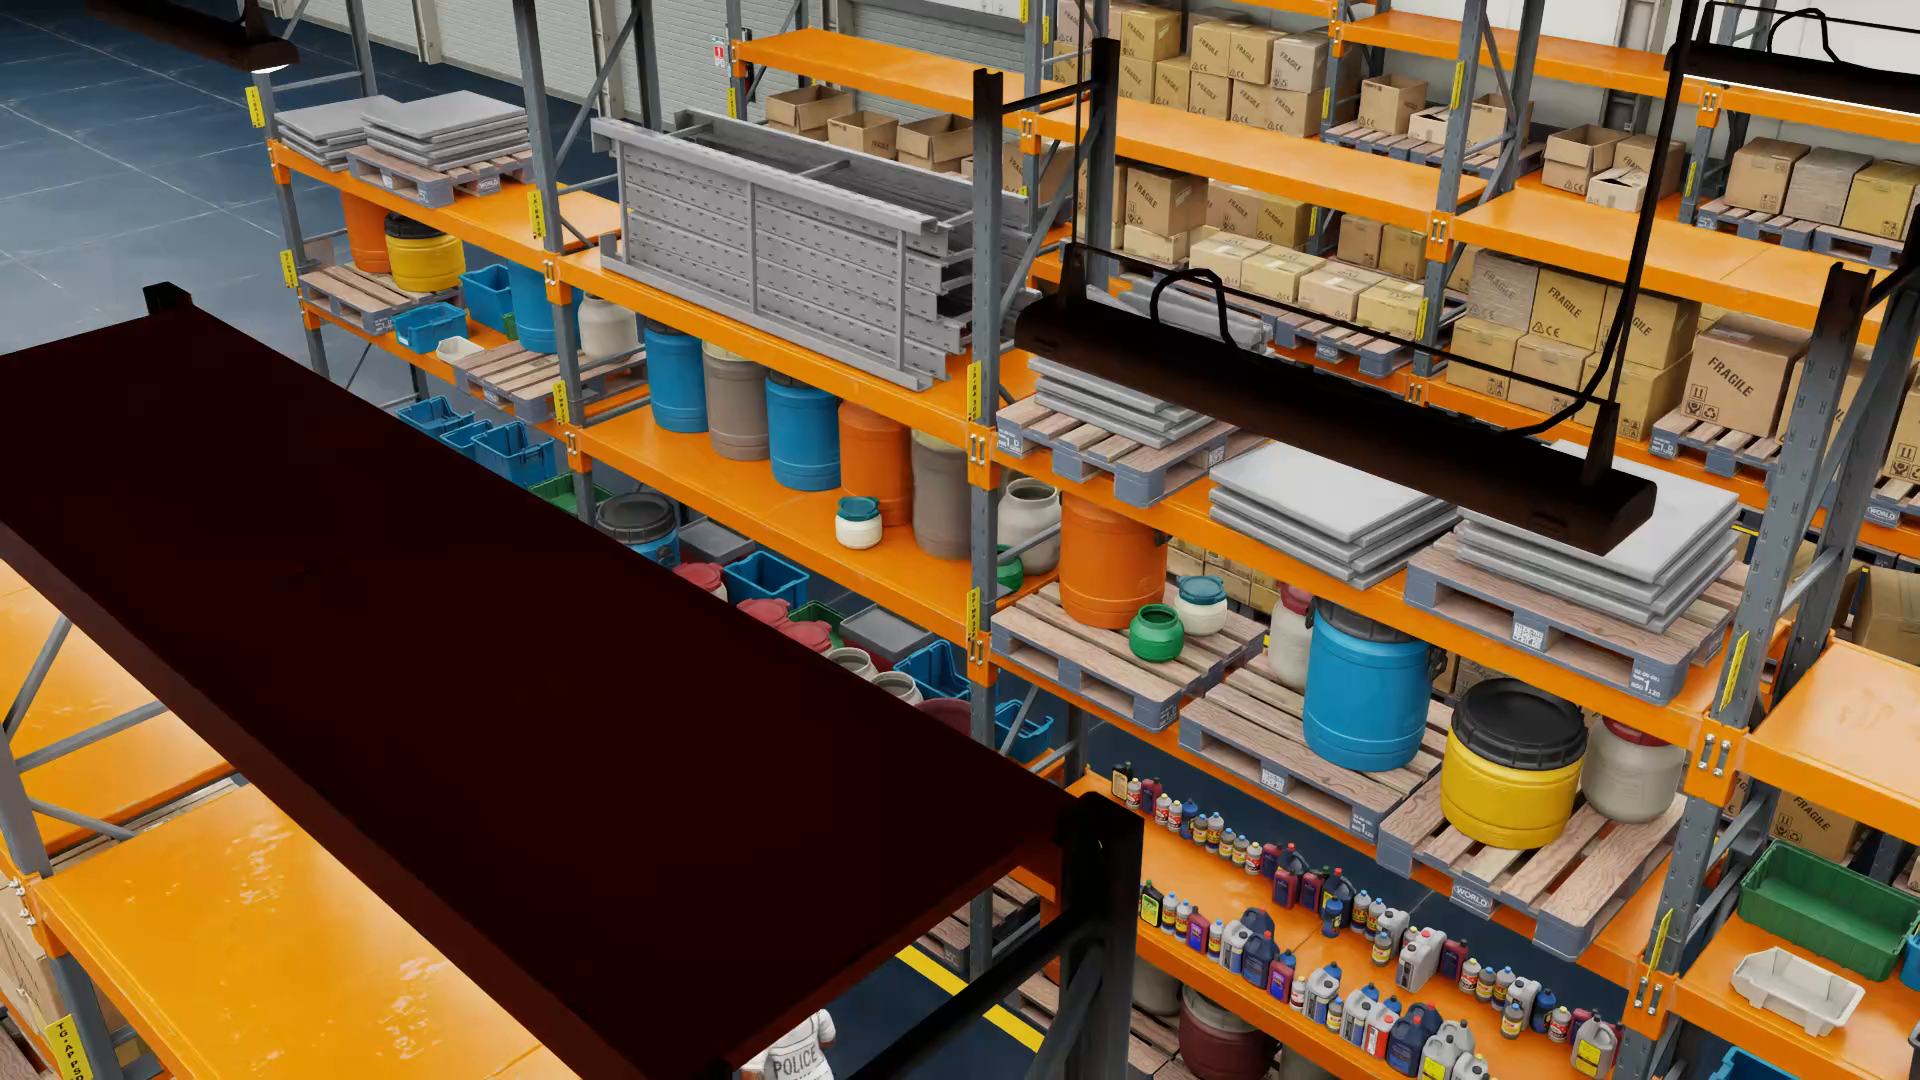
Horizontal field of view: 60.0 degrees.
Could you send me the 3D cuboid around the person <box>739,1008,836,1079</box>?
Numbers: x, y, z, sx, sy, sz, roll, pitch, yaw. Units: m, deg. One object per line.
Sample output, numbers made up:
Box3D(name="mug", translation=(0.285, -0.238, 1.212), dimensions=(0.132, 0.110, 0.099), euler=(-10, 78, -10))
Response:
Box3D(name="person", translation=(-0.911, 3.028, 9.073), dimensions=(0.656, 1.489, 0.757), euler=(-19, 35, -31))
